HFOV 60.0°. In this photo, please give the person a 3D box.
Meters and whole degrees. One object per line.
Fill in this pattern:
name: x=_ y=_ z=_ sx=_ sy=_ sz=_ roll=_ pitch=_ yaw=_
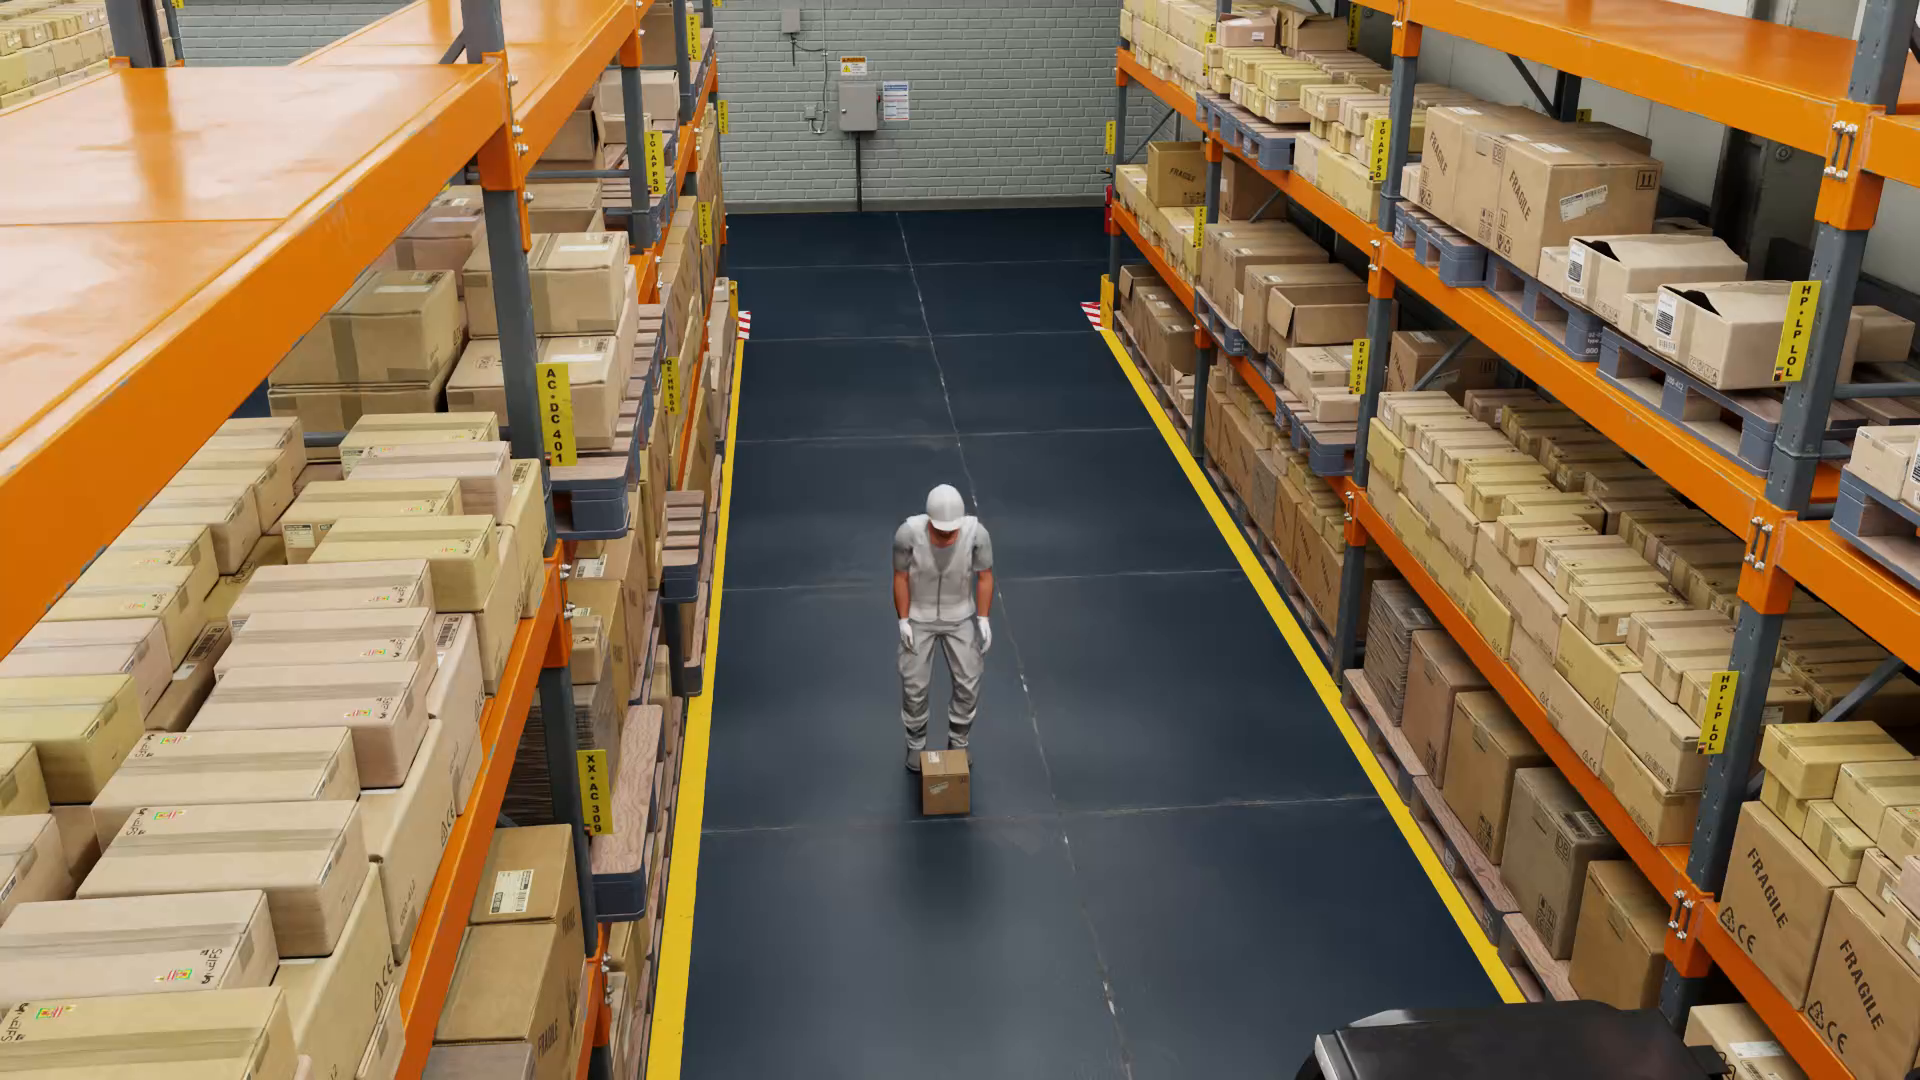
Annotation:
person: x=-0.089 y=0.461 z=9.109 sx=0.551 sy=1.712 sz=0.496 roll=-2 pitch=24 yaw=-4
